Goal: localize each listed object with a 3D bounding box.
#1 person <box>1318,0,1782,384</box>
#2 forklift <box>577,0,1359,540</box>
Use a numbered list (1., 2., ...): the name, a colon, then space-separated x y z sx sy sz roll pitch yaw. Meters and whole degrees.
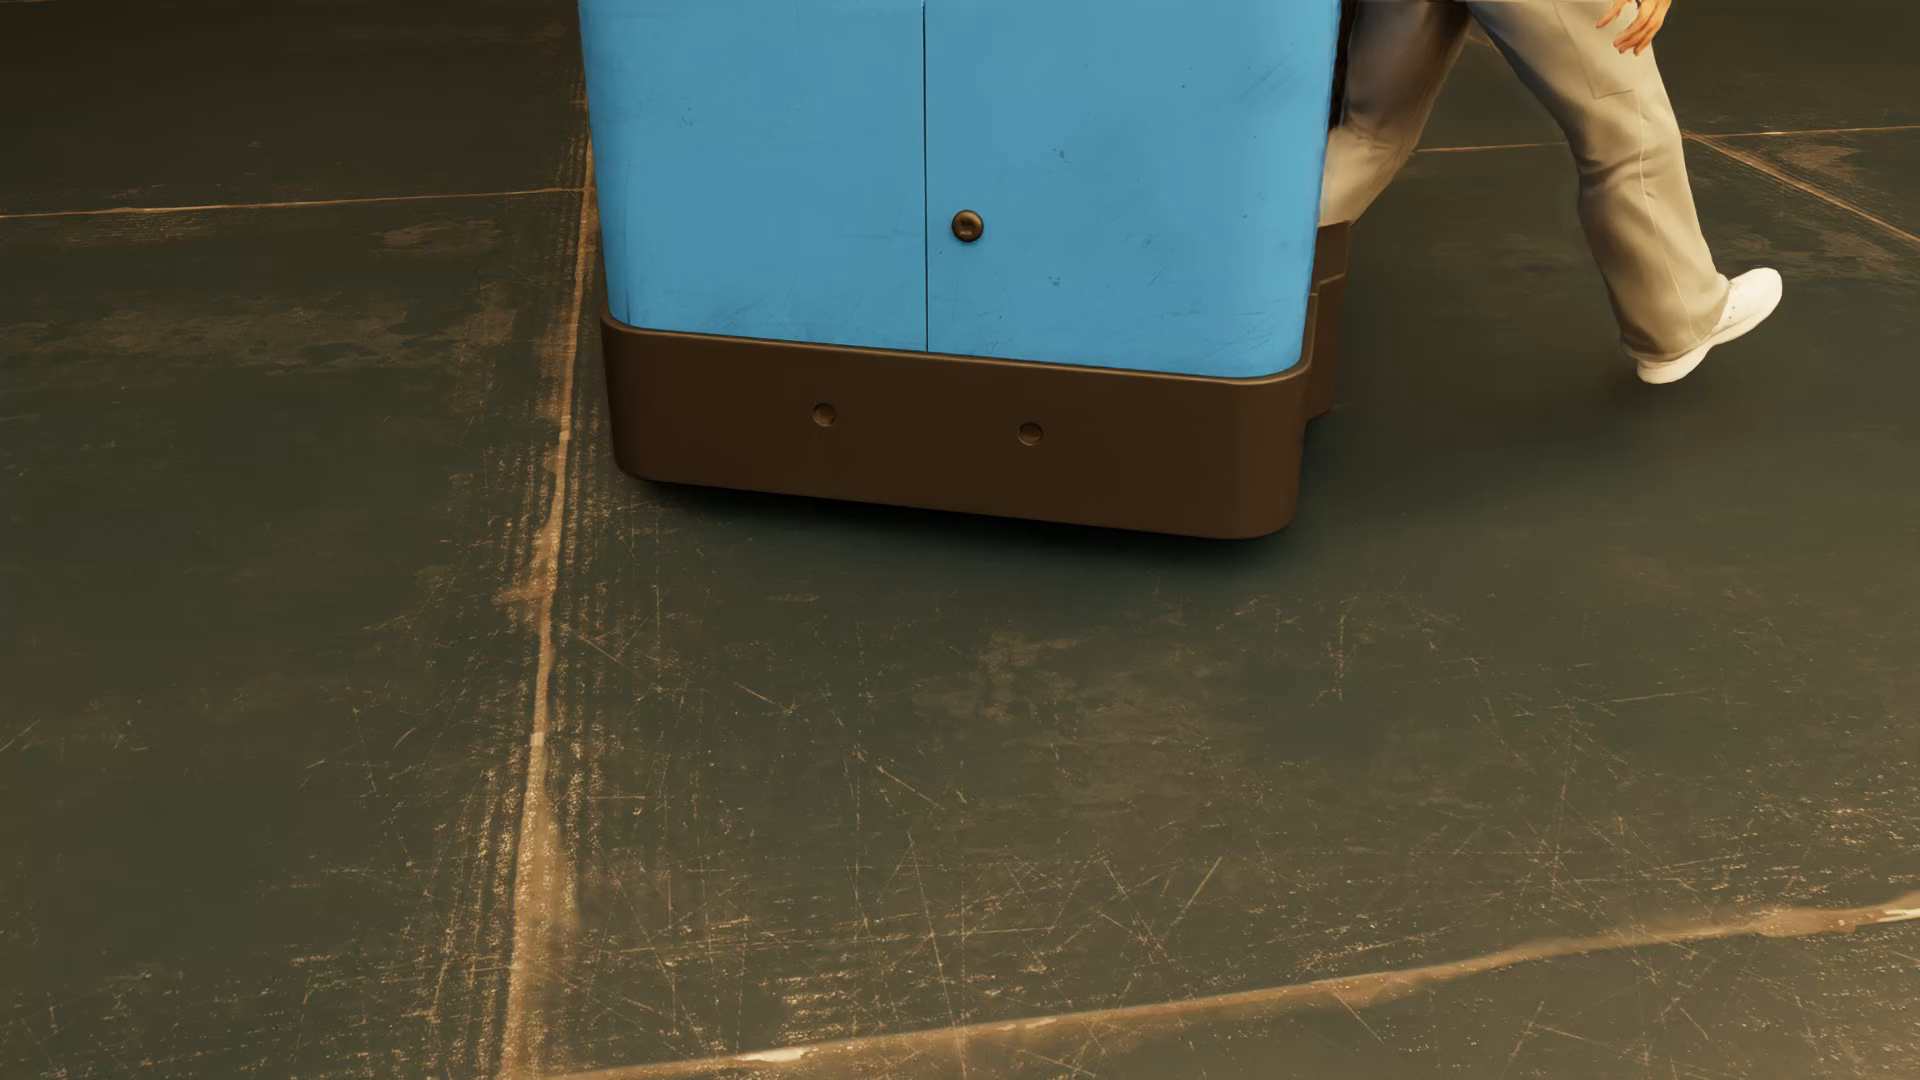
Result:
1. person: 0.926 -0.962 2.647 0.972 1.598 0.745 -17 33 -29
2. forklift: 0.288 -1.967 3.081 1.130 2.935 3.031 6 29 11
